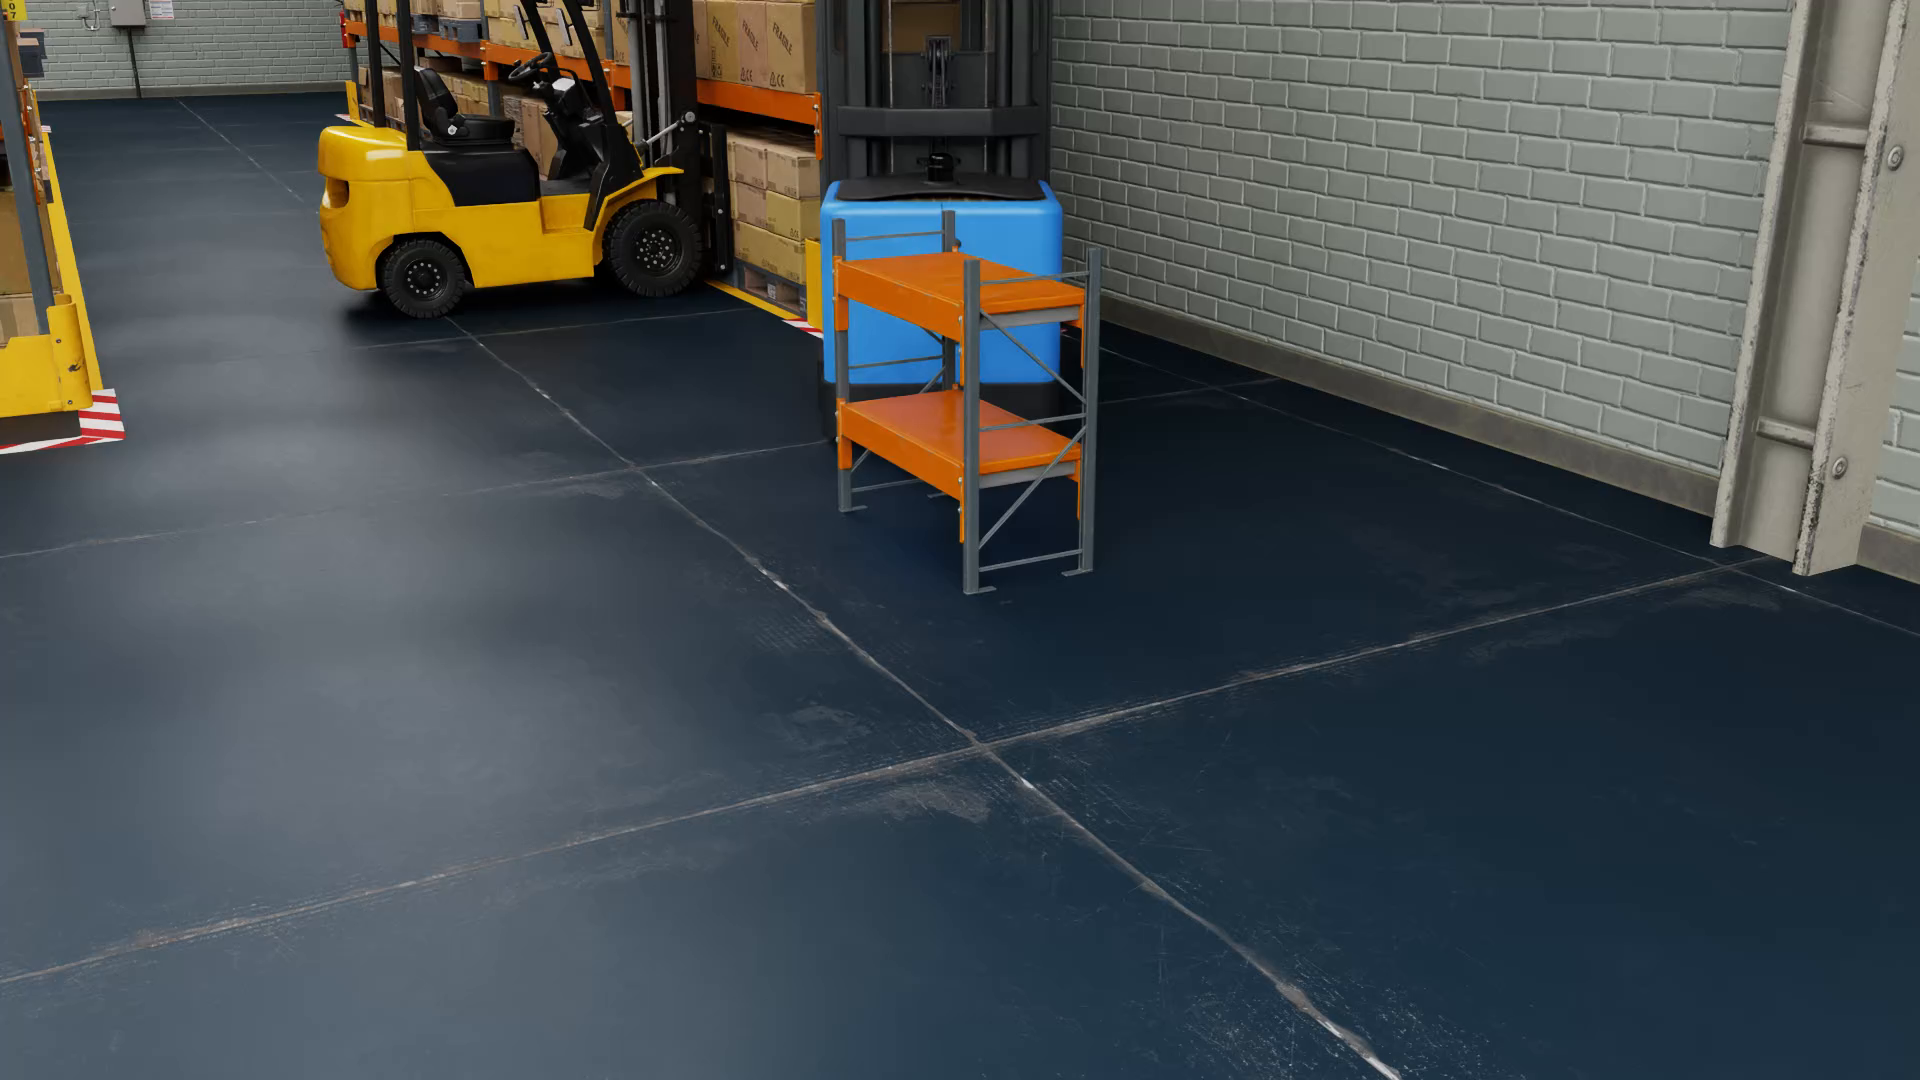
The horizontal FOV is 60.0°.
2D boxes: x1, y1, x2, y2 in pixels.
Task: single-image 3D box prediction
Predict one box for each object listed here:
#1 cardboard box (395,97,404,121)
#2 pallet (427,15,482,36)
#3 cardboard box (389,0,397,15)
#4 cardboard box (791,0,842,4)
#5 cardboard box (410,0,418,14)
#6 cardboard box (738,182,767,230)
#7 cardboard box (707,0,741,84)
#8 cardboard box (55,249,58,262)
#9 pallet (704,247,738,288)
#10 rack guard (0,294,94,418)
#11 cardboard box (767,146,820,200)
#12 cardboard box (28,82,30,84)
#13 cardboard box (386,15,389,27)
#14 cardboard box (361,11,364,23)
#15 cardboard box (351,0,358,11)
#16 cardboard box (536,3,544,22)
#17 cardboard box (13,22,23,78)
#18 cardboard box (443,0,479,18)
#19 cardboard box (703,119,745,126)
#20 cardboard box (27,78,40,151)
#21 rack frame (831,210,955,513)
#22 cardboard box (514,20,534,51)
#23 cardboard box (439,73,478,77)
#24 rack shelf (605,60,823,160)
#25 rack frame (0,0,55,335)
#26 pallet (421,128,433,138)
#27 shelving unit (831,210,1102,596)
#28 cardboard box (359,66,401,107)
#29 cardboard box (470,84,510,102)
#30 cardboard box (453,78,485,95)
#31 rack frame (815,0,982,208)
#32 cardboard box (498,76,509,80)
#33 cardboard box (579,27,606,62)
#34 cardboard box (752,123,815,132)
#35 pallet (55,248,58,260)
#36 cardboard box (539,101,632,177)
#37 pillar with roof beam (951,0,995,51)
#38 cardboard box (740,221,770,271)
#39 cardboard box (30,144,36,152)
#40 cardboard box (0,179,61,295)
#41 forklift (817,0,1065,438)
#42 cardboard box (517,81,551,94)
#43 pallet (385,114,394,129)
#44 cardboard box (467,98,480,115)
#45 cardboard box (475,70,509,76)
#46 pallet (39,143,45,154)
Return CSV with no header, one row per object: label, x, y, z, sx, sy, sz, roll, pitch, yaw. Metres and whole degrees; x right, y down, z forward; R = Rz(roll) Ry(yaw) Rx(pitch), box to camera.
cardboard box,-6.731,-5.323,20.507,0.396,0.266,0.258,-9,21,-25
pallet,-5.066,-5.519,17.820,1.003,0.211,1.213,-10,21,-27
cardboard box,-6.495,-6.378,19.791,0.500,0.250,0.500,-9,21,-25
cardboard box,-0.751,-3.165,9.558,0.380,0.149,0.250,-10,21,-26
cardboard box,-5.759,-6.124,18.482,0.700,0.500,0.500,-10,21,-26
cardboard box,-1.075,-2.127,10.503,0.500,0.250,0.500,-10,22,-27
cardboard box,-1.287,-3.201,10.655,0.500,0.500,0.500,-10,22,-28
cardboard box,-5.352,-1.461,9.338,0.500,0.250,0.500,-8,21,-23
pallet,-1.315,-2.000,11.604,1.003,0.211,1.213,-10,21,-27
rack guard,-4.743,-0.826,7.757,1.175,0.500,0.348,-10,21,-27
cardboard box,-0.833,-2.211,9.978,0.500,0.250,0.500,-9,21,-25
cardboard box,-11.903,-5.392,20.443,0.875,0.438,0.875,-11,22,-28
cardboard box,-6.800,-6.356,20.336,0.380,0.149,0.250,-9,21,-25
cardboard box,-7.640,-6.875,21.841,0.380,0.149,0.250,-9,21,-25
cardboard box,-7.720,-7.101,21.887,0.500,0.250,0.500,-10,21,-26
cardboard box,-3.409,-4.612,14.363,0.500,0.250,0.500,-10,21,-26
cardboard box,-4.936,-2.500,8.170,0.500,0.500,0.500,-9,21,-25
cardboard box,-4.925,-5.432,16.862,0.500,0.250,0.500,-11,22,-29
cardboard box,-1.806,-2.798,11.680,0.500,0.250,0.500,-9,21,-25
cardboard box,-9.604,-4.201,16.320,0.875,0.875,0.875,-9,21,-25
rack frame,-0.245,-0.680,6.376,0.500,1.125,0.032,-10,21,-27
cardboard box,-3.658,-4.524,14.873,0.500,0.250,0.500,-11,22,-28
cardboard box,-5.628,-5.163,18.690,0.380,0.149,0.250,-10,22,-28
rack shelf,-1.290,-2.989,11.299,1.077,0.370,4.000,-10,21,-27
rack frame,-4.707,-1.985,7.286,1.000,3.000,0.127,-10,21,-27
pallet,-5.619,-4.654,19.296,1.003,0.211,1.213,-10,21,-27
shelving unit,-0.003,-0.534,5.954,0.538,1.125,1.048,-10,21,-27
cardboard box,-7.731,-6.177,22.616,0.797,0.503,0.637,-11,22,-29
cardboard box,-4.753,-4.551,16.917,0.380,0.149,0.250,-11,22,-29
cardboard box,-5.201,-4.863,17.819,0.380,0.149,0.250,-11,22,-29
rack frame,-0.340,-2.755,9.518,1.000,3.000,0.127,-10,21,-27
cardboard box,-4.864,-5.020,18.276,0.380,0.149,0.250,-11,22,-29
cardboard box,-2.709,-3.937,13.172,0.500,0.250,0.500,-9,21,-25
cardboard box,-1.107,-2.730,11.484,0.500,0.250,0.500,-10,22,-28
pallet,-6.256,-1.628,10.526,1.003,0.211,1.213,-10,21,-27
cardboard box,-3.218,-3.567,14.867,0.875,0.625,0.625,-11,22,-29
pillar with roof beam,-3.666,-5.264,7.591,9.100,9.000,0.400,-10,21,-27
cardboard box,-1.069,-1.884,10.565,0.500,0.250,0.500,-10,21,-27
cardboard box,-5.846,-2.113,10.078,0.500,0.500,0.500,-10,21,-26
cardboard box,-4.858,-1.520,8.359,0.500,0.500,0.500,-11,22,-28
forklift,-0.114,-2.251,8.161,1.130,2.935,3.031,-1,19,-1
cardboard box,-4.403,-4.713,17.384,0.380,0.149,0.250,-10,21,-26
pallet,-6.947,-5.430,21.544,1.003,0.211,1.213,-10,21,-27
cardboard box,-4.757,-4.302,17.189,0.500,0.500,0.500,-10,22,-27
cardboard box,-5.357,-5.319,19.143,0.380,0.149,0.250,-10,21,-26
pallet,-9.972,-3.902,17.116,1.003,0.211,1.213,-10,21,-27
